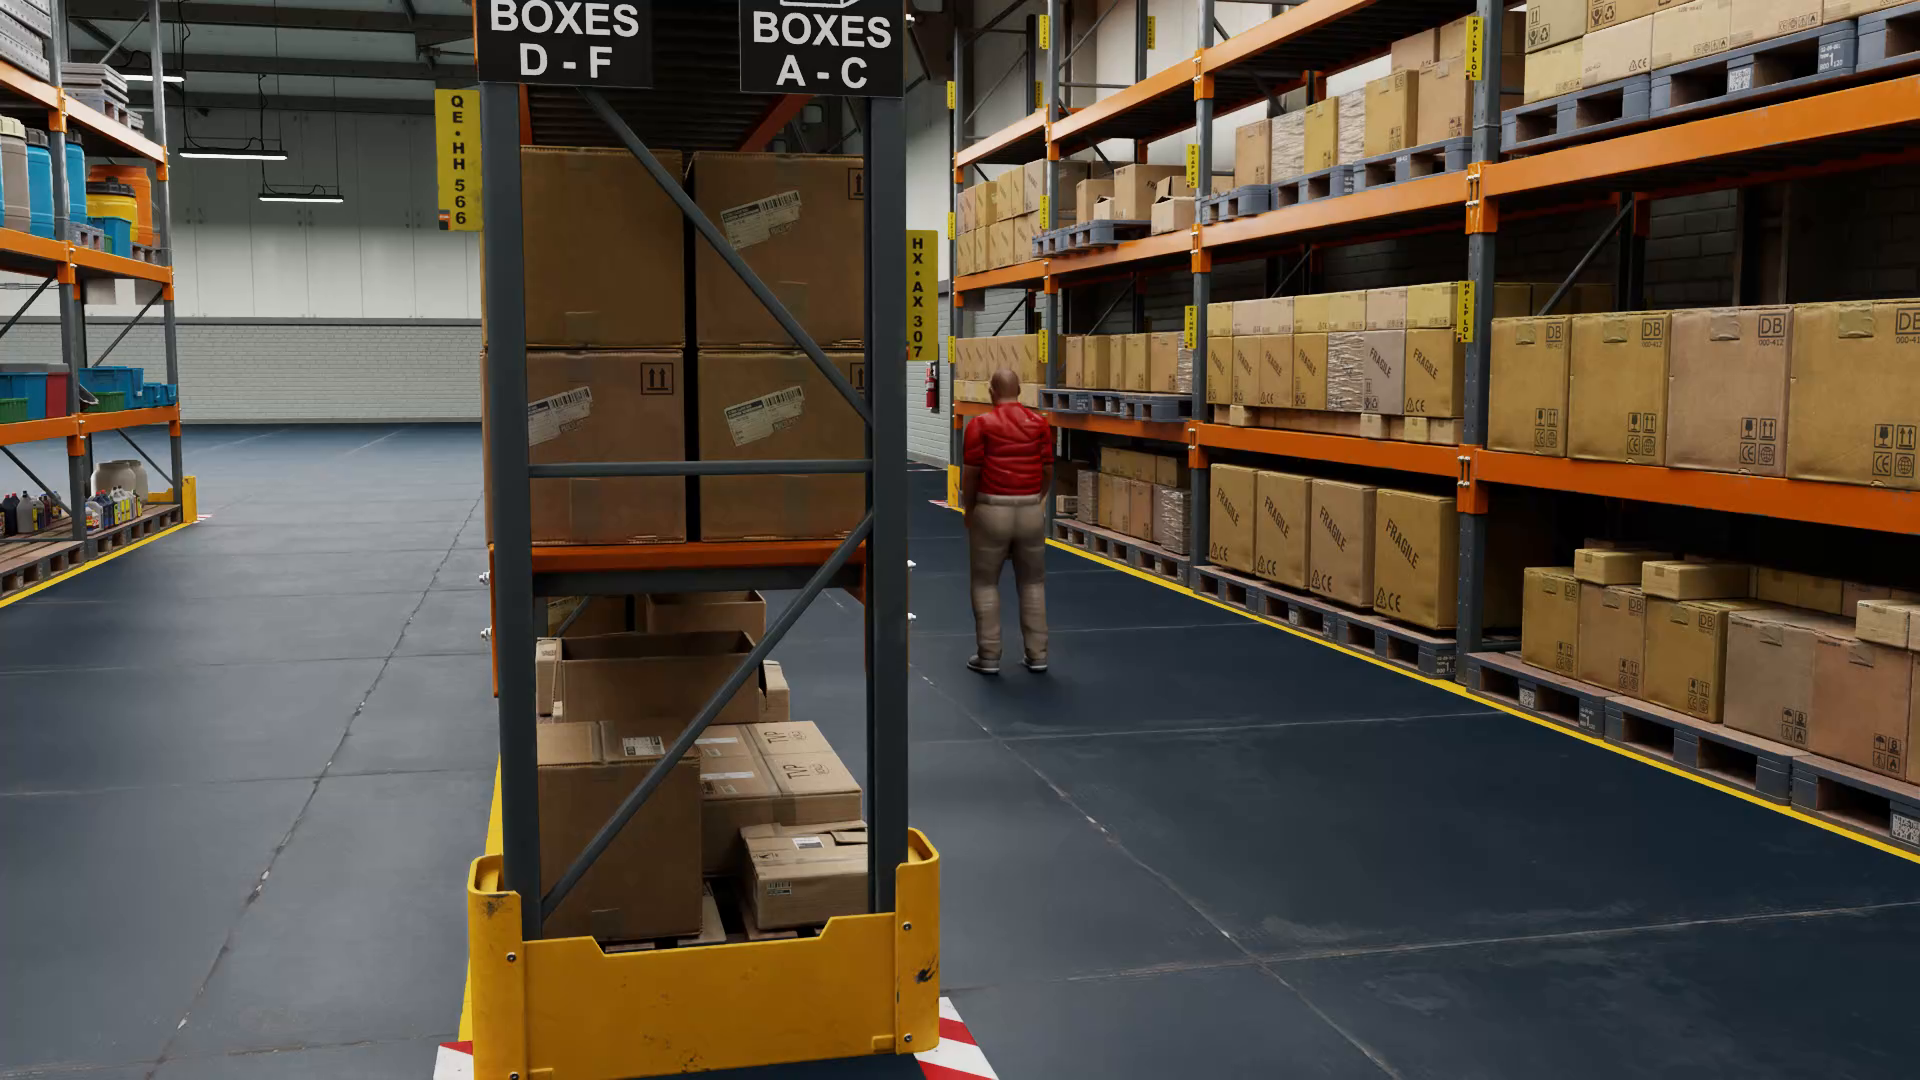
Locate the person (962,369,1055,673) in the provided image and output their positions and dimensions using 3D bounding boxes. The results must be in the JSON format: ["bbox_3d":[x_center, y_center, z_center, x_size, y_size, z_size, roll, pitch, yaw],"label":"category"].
[{"bbox_3d":[0.263,-0.112,9.533,0.543,1.733,0.418,-2,6,-15],"label":"person"}]
